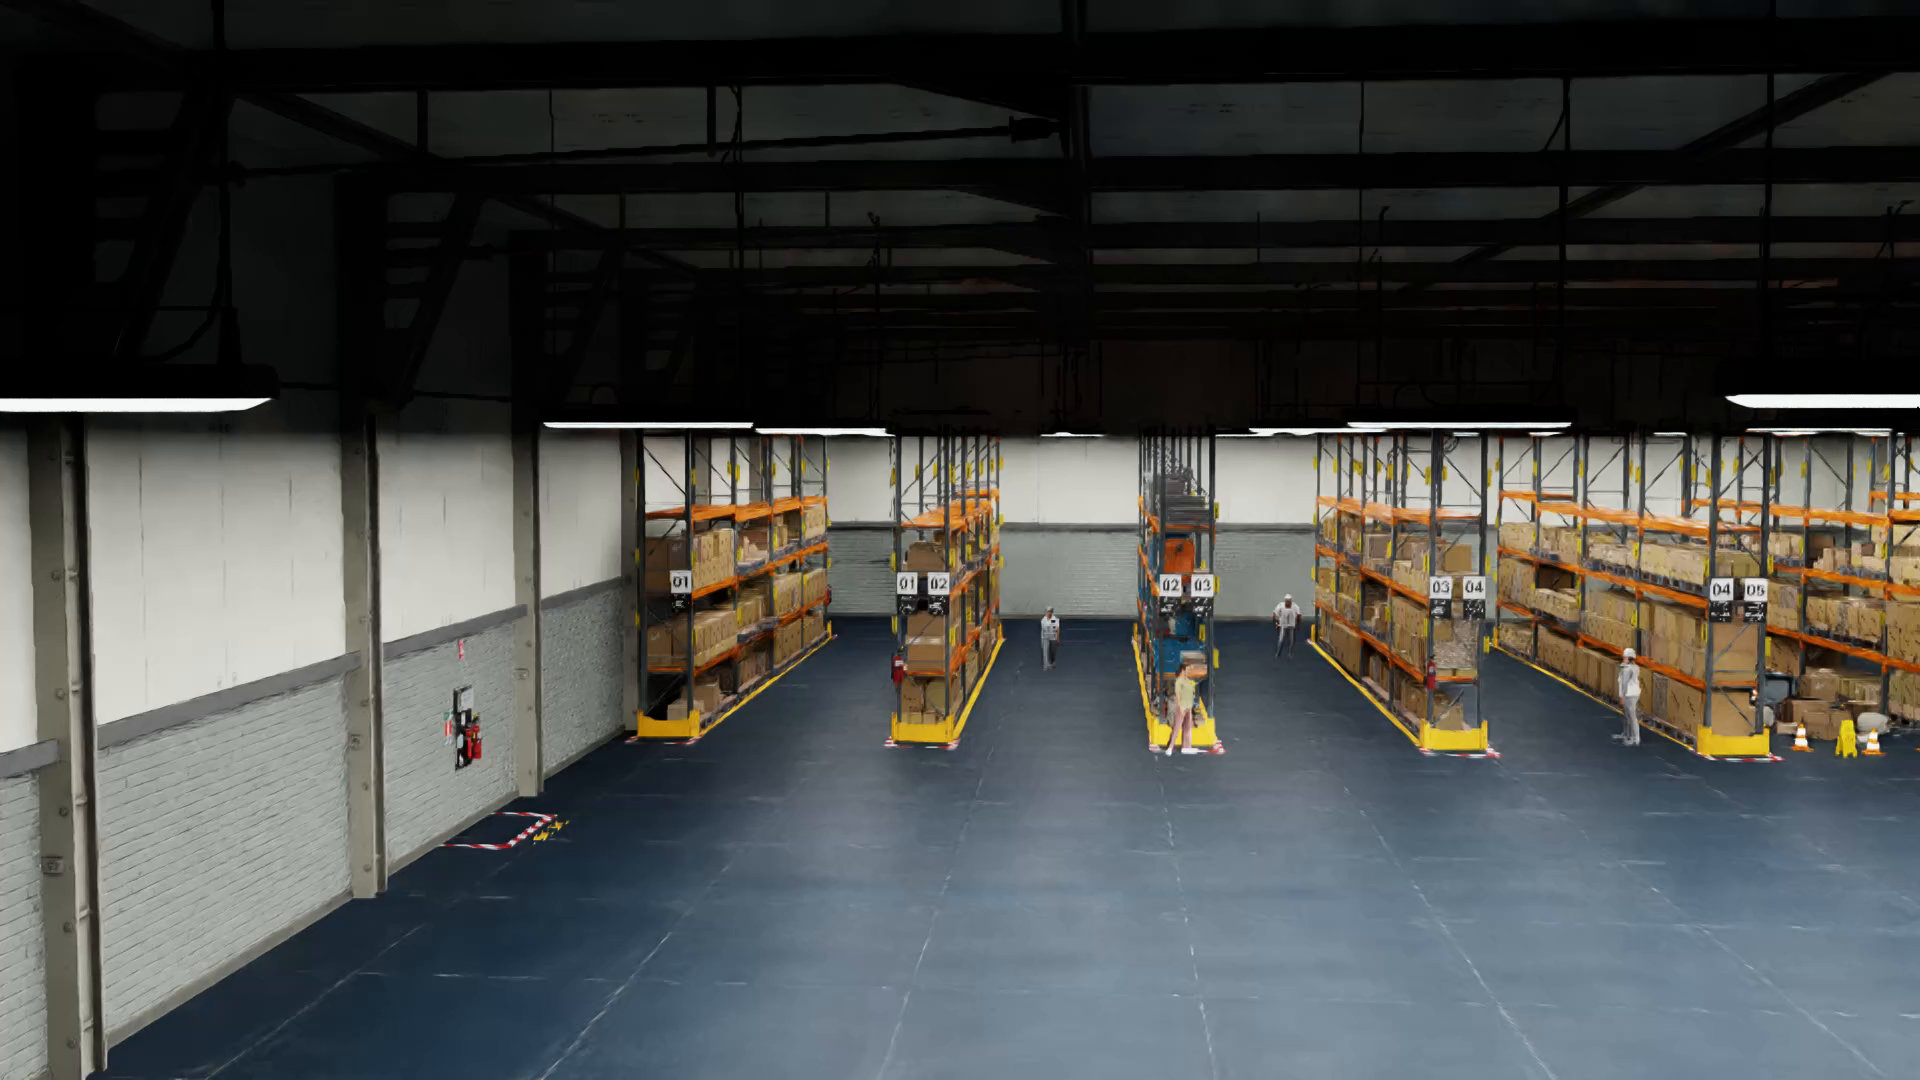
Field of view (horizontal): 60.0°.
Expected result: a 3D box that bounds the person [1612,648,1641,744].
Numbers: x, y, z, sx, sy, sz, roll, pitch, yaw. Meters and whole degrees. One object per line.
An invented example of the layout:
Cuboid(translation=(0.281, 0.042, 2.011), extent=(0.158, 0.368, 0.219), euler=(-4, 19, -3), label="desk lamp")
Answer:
Cuboid(translation=(12.560, 2.916, 31.302), extent=(0.576, 1.768, 0.626), euler=(3, 4, 37), label="person")

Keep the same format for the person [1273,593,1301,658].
Cuboid(translation=(8.530, 2.235, 43.389), extent=(0.719, 1.714, 0.578), euler=(0, 3, 3), label="person")

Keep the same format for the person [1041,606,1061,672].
Cuboid(translation=(2.231, 2.422, 40.983), extent=(0.493, 1.606, 1.001), euler=(0, 3, 4), label="person")

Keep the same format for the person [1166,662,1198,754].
Cuboid(translation=(3.992, 3.049, 30.194), extent=(0.418, 1.671, 0.648), euler=(3, 4, 39), label="person")
